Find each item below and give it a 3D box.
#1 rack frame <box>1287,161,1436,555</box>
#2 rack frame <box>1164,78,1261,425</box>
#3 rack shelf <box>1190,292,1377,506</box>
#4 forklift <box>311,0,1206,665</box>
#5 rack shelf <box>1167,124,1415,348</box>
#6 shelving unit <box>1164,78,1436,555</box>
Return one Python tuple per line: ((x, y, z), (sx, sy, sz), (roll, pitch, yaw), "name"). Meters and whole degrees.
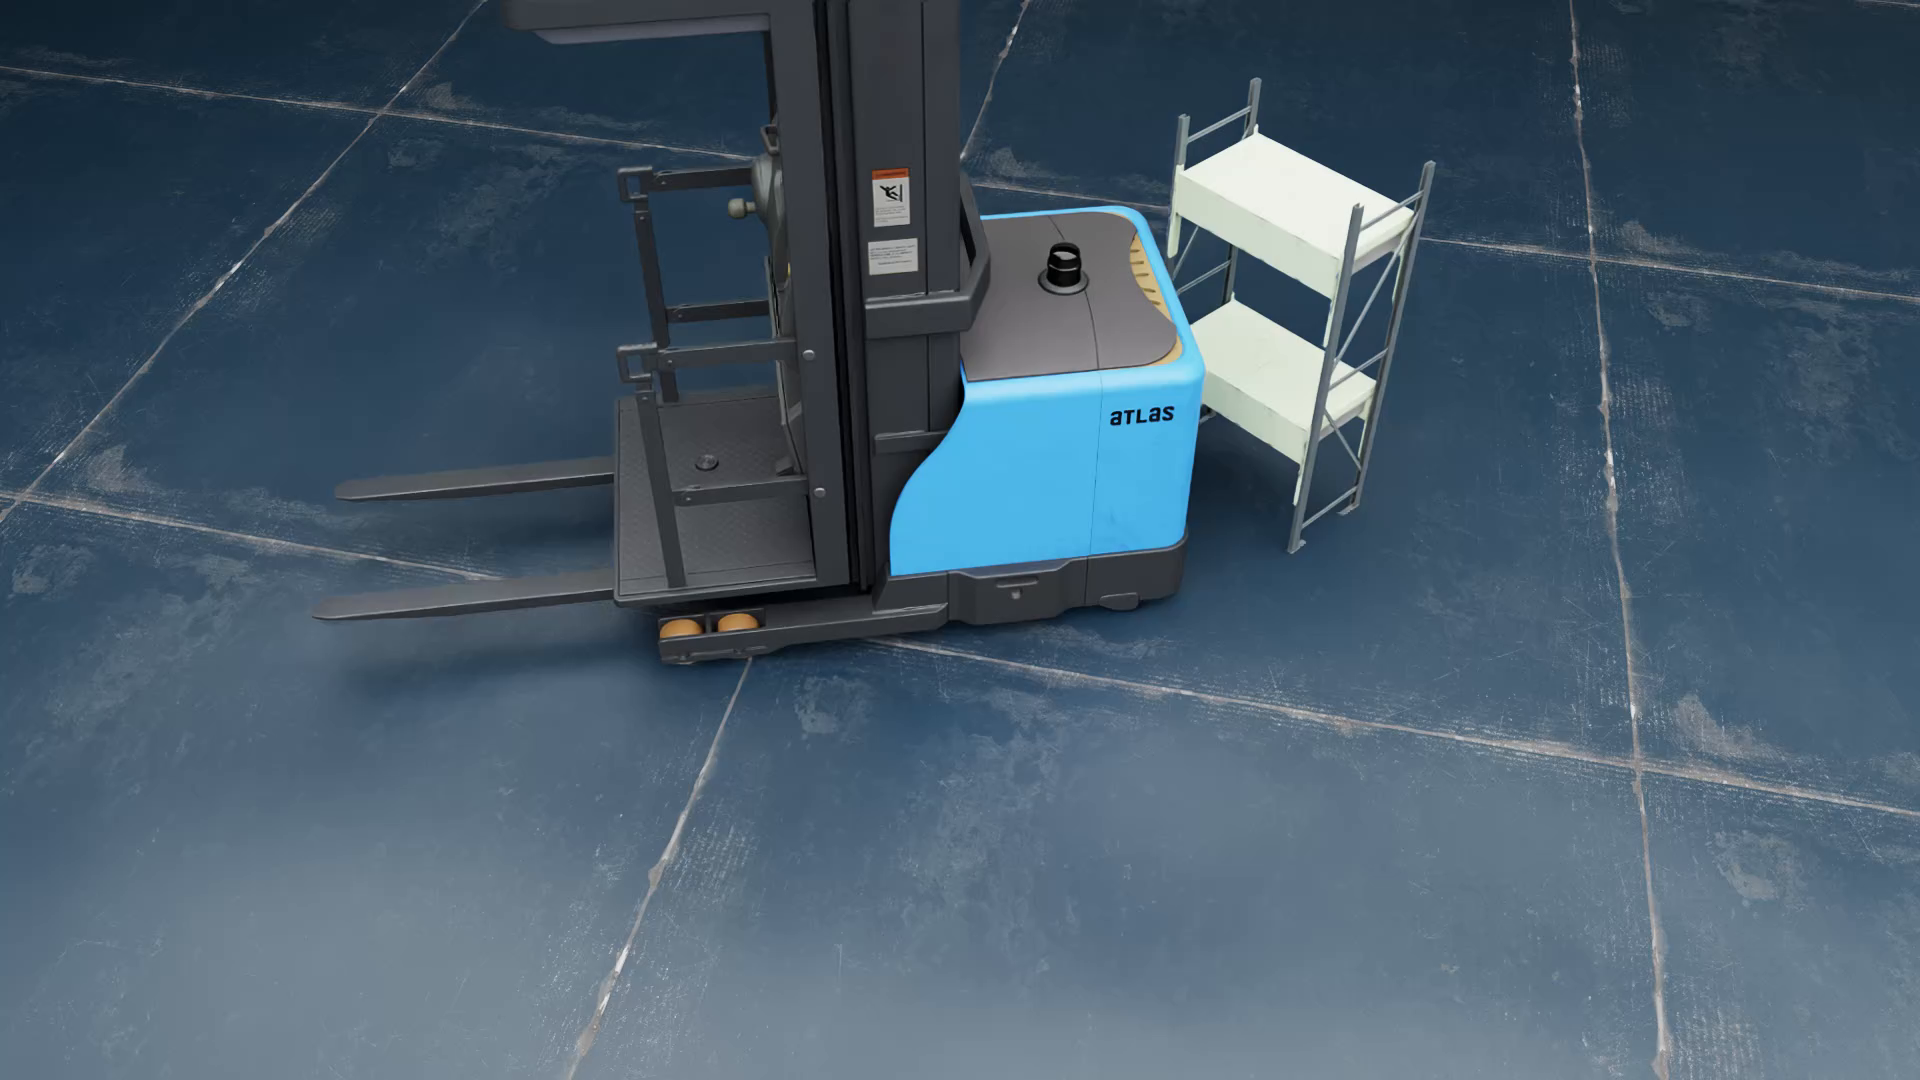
((1.375, -0.583, 5.775), (0.400, 1.500, 0.023), (-32, 52, -29), "rack frame")
((0.885, -0.961, 6.167), (0.400, 1.500, 0.023), (-32, 52, -29), "rack frame")
((1.130, -0.537, 6.197), (0.431, 0.370, 0.720), (-32, 52, -29), "rack shelf")
((-0.758, -1.014, 5.190), (3.031, 2.935, 1.130), (-6, 44, -6), "forklift")
((1.130, -1.053, 5.700), (0.431, 0.370, 0.720), (-32, 52, -29), "rack shelf")
((1.130, -0.772, 5.971), (0.431, 1.500, 0.755), (-32, 52, -29), "shelving unit")
